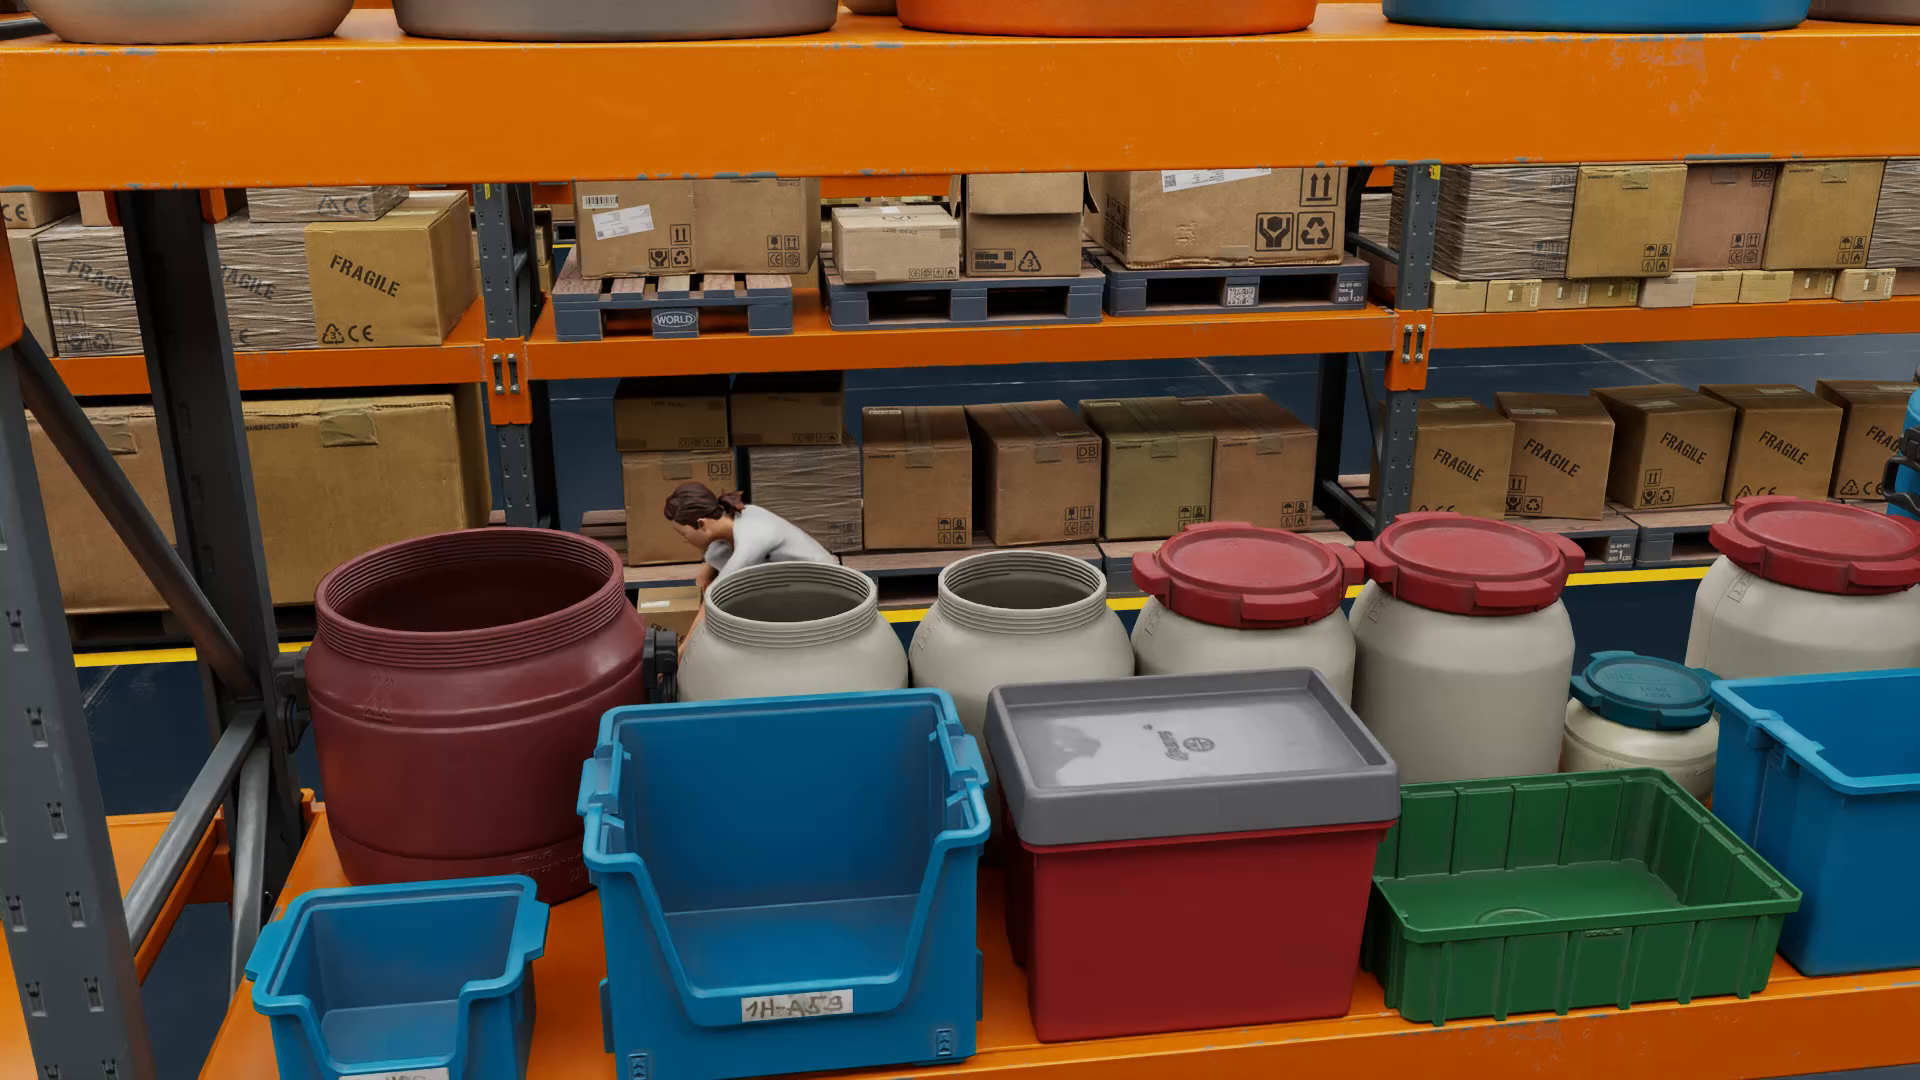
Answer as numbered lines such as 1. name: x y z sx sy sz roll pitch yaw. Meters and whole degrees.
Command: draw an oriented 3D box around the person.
1. person: -0.832 0.198 6.605 0.811 0.951 0.468 -3 20 -9
